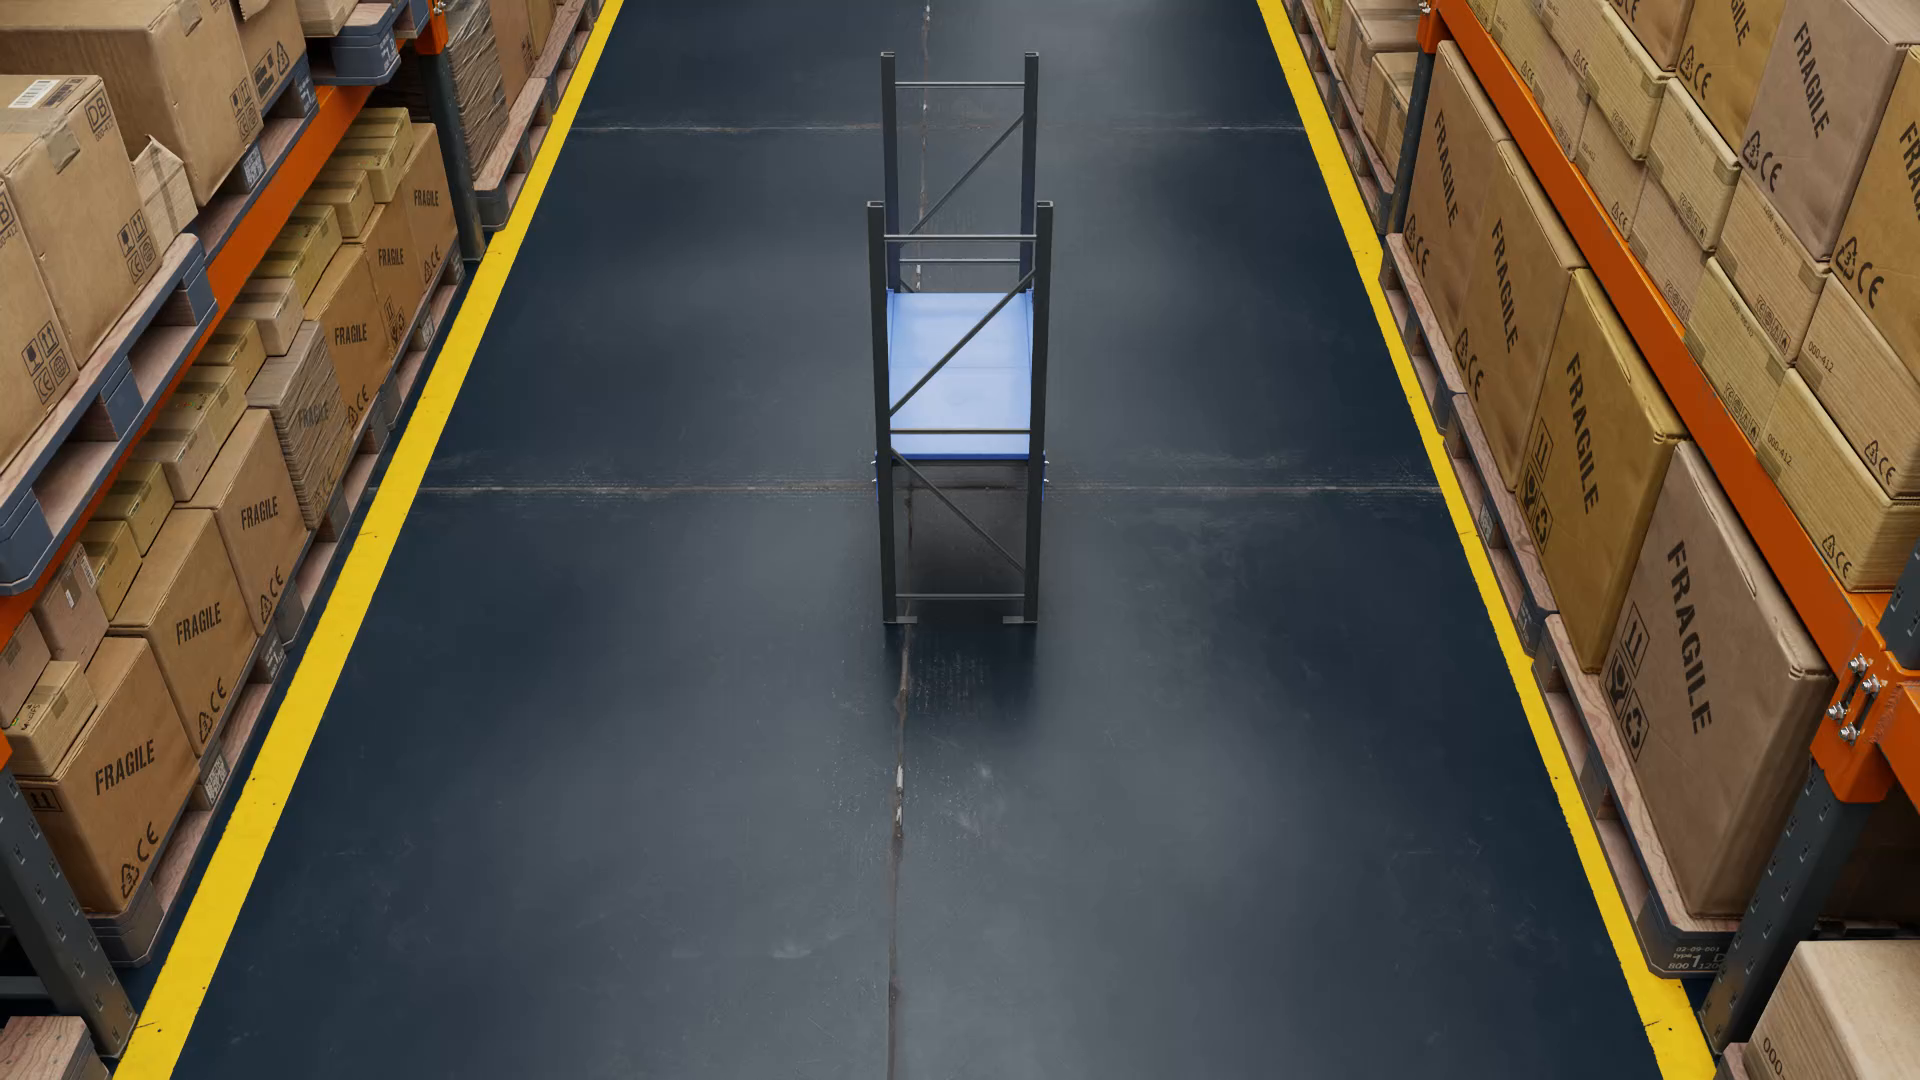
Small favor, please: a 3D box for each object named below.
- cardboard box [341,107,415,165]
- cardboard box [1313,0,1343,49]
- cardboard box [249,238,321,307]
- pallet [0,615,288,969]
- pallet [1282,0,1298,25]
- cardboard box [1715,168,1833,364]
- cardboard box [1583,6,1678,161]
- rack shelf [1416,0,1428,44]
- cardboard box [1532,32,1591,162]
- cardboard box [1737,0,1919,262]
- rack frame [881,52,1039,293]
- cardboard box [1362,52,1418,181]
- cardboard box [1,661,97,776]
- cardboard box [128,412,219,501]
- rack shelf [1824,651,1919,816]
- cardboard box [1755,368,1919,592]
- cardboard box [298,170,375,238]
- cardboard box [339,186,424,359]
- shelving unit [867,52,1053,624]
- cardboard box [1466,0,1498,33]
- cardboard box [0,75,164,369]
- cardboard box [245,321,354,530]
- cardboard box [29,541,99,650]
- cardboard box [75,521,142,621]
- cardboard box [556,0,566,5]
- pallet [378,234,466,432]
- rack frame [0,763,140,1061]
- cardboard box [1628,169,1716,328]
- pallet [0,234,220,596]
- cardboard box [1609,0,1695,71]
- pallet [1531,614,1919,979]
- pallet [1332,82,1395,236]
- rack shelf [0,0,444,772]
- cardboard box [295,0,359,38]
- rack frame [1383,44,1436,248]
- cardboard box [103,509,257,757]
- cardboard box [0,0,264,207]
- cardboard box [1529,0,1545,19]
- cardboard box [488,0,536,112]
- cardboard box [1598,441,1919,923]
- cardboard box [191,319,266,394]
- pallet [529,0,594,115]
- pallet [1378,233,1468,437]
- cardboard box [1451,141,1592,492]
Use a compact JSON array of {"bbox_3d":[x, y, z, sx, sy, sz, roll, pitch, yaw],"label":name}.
[{"bbox_3d":[-2.338,-1.549,6.428,0.380,0.149,0.250,-2,39,-2],"label":"cardboard box"},{"bbox_3d":[2.377,-2.849,8.672,0.950,0.372,0.625,1,39,1],"label":"cardboard box"},{"bbox_3d":[-2.395,-0.892,5.609,0.380,0.149,0.250,-1,39,-1],"label":"cardboard box"},{"bbox_3d":[-2.626,0.665,4.751,1.003,0.211,1.213,0,39,0],"label":"pallet"},{"bbox_3d":[2.370,-3.348,9.759,1.003,0.211,1.213,0,39,0],"label":"pallet"},{"bbox_3d":[2.125,-0.645,3.876,0.500,0.250,0.500,1,39,1],"label":"cardboard box"},{"bbox_3d":[2.101,-1.289,4.680,0.500,0.250,0.500,1,39,1],"label":"cardboard box"},{"bbox_3d":[2.370,-3.392,8.159,1.077,0.370,4.000,0,39,0],"label":"rack shelf"},{"bbox_3d":[2.134,-1.408,5.228,0.500,0.250,0.500,1,39,1],"label":"cardboard box"},{"bbox_3d":[2.117,-0.952,3.660,0.500,0.500,0.500,1,39,1],"label":"cardboard box"},{"bbox_3d":[-0.001,-0.956,5.744,0.500,1.500,0.032,0,39,0],"label":"rack frame"},{"bbox_3d":[2.381,-1.913,7.505,0.950,0.372,0.625,-2,39,-3],"label":"cardboard box"},{"bbox_3d":[-2.321,0.420,3.972,0.380,0.149,0.250,2,39,2],"label":"cardboard box"},{"bbox_3d":[-2.388,-0.242,4.797,0.380,0.149,0.250,0,39,0],"label":"cardboard box"},{"bbox_3d":[2.379,1.611,1.916,1.077,0.370,4.000,0,39,0],"label":"rack shelf"},{"bbox_3d":[2.124,-0.142,3.649,0.500,0.250,0.500,-1,39,-1],"label":"cardboard box"},{"bbox_3d":[-2.350,-1.213,6.010,0.380,0.149,0.250,-1,39,-2],"label":"cardboard box"},{"bbox_3d":[-2.386,-1.027,6.296,0.500,0.500,0.500,-1,39,-1],"label":"cardboard box"},{"bbox_3d":[0.000,-0.639,5.348,0.538,1.500,1.048,0,39,0],"label":"shelving unit"},{"bbox_3d":[2.121,-2.057,6.038,0.500,0.250,0.500,-1,39,-1],"label":"cardboard box"},{"bbox_3d":[-2.365,-0.744,3.864,0.700,0.500,0.500,0,39,0],"label":"cardboard box"},{"bbox_3d":[-2.364,-0.375,5.482,0.500,0.500,0.500,-1,39,-2],"label":"cardboard box"},{"bbox_3d":[-2.370,0.141,4.082,0.380,0.149,0.250,-2,39,-2],"label":"cardboard box"},{"bbox_3d":[-2.411,0.086,4.389,0.380,0.149,0.250,-2,39,-2],"label":"cardboard box"},{"bbox_3d":[-2.591,-3.343,9.086,0.875,0.625,0.625,0,39,0],"label":"cardboard box"},{"bbox_3d":[-2.629,-0.861,6.655,1.003,0.211,1.213,0,39,0],"label":"pallet"},{"bbox_3d":[-2.587,0.086,3.244,1.000,3.000,0.127,0,39,0],"label":"rack frame"},{"bbox_3d":[2.143,-0.776,4.440,0.500,0.250,0.500,-1,39,-1],"label":"cardboard box"},{"bbox_3d":[-2.479,-0.339,3.928,1.003,0.211,1.213,0,39,0],"label":"pallet"},{"bbox_3d":[2.120,-1.593,4.460,0.500,0.500,0.500,1,39,1],"label":"cardboard box"},{"bbox_3d":[2.300,0.685,4.726,1.003,0.211,1.213,0,39,0],"label":"pallet"},{"bbox_3d":[2.372,-1.822,7.855,1.003,0.211,1.213,0,39,0],"label":"pallet"},{"bbox_3d":[-2.589,-0.884,5.030,1.077,0.370,4.000,0,39,0],"label":"rack shelf"},{"bbox_3d":[-2.267,-1.862,5.458,0.500,0.250,0.500,-2,39,-2],"label":"cardboard box"},{"bbox_3d":[2.372,-2.422,6.373,1.000,3.000,0.127,0,39,0],"label":"rack frame"},{"bbox_3d":[-2.373,0.262,4.688,0.500,0.500,0.500,-1,39,-1],"label":"cardboard box"},{"bbox_3d":[-2.366,-1.235,4.476,0.700,0.500,0.500,0,39,0],"label":"cardboard box"},{"bbox_3d":[2.125,-1.918,5.465,0.500,0.250,0.500,1,39,1],"label":"cardboard box"},{"bbox_3d":[-2.587,-2.452,7.974,0.875,0.625,0.625,1,39,1],"label":"cardboard box"},{"bbox_3d":[2.296,0.357,4.269,0.875,0.875,0.875,1,39,1],"label":"cardboard box"},{"bbox_3d":[-2.415,-0.566,5.202,0.380,0.149,0.250,0,39,0],"label":"cardboard box"},{"bbox_3d":[-2.552,-2.603,8.830,1.003,0.211,1.213,0,39,0],"label":"pallet"},{"bbox_3d":[2.297,-0.840,6.630,1.003,0.211,1.213,0,39,0],"label":"pallet"},{"bbox_3d":[2.286,-0.767,5.671,0.875,0.875,0.875,0,39,1],"label":"cardboard box"}]
